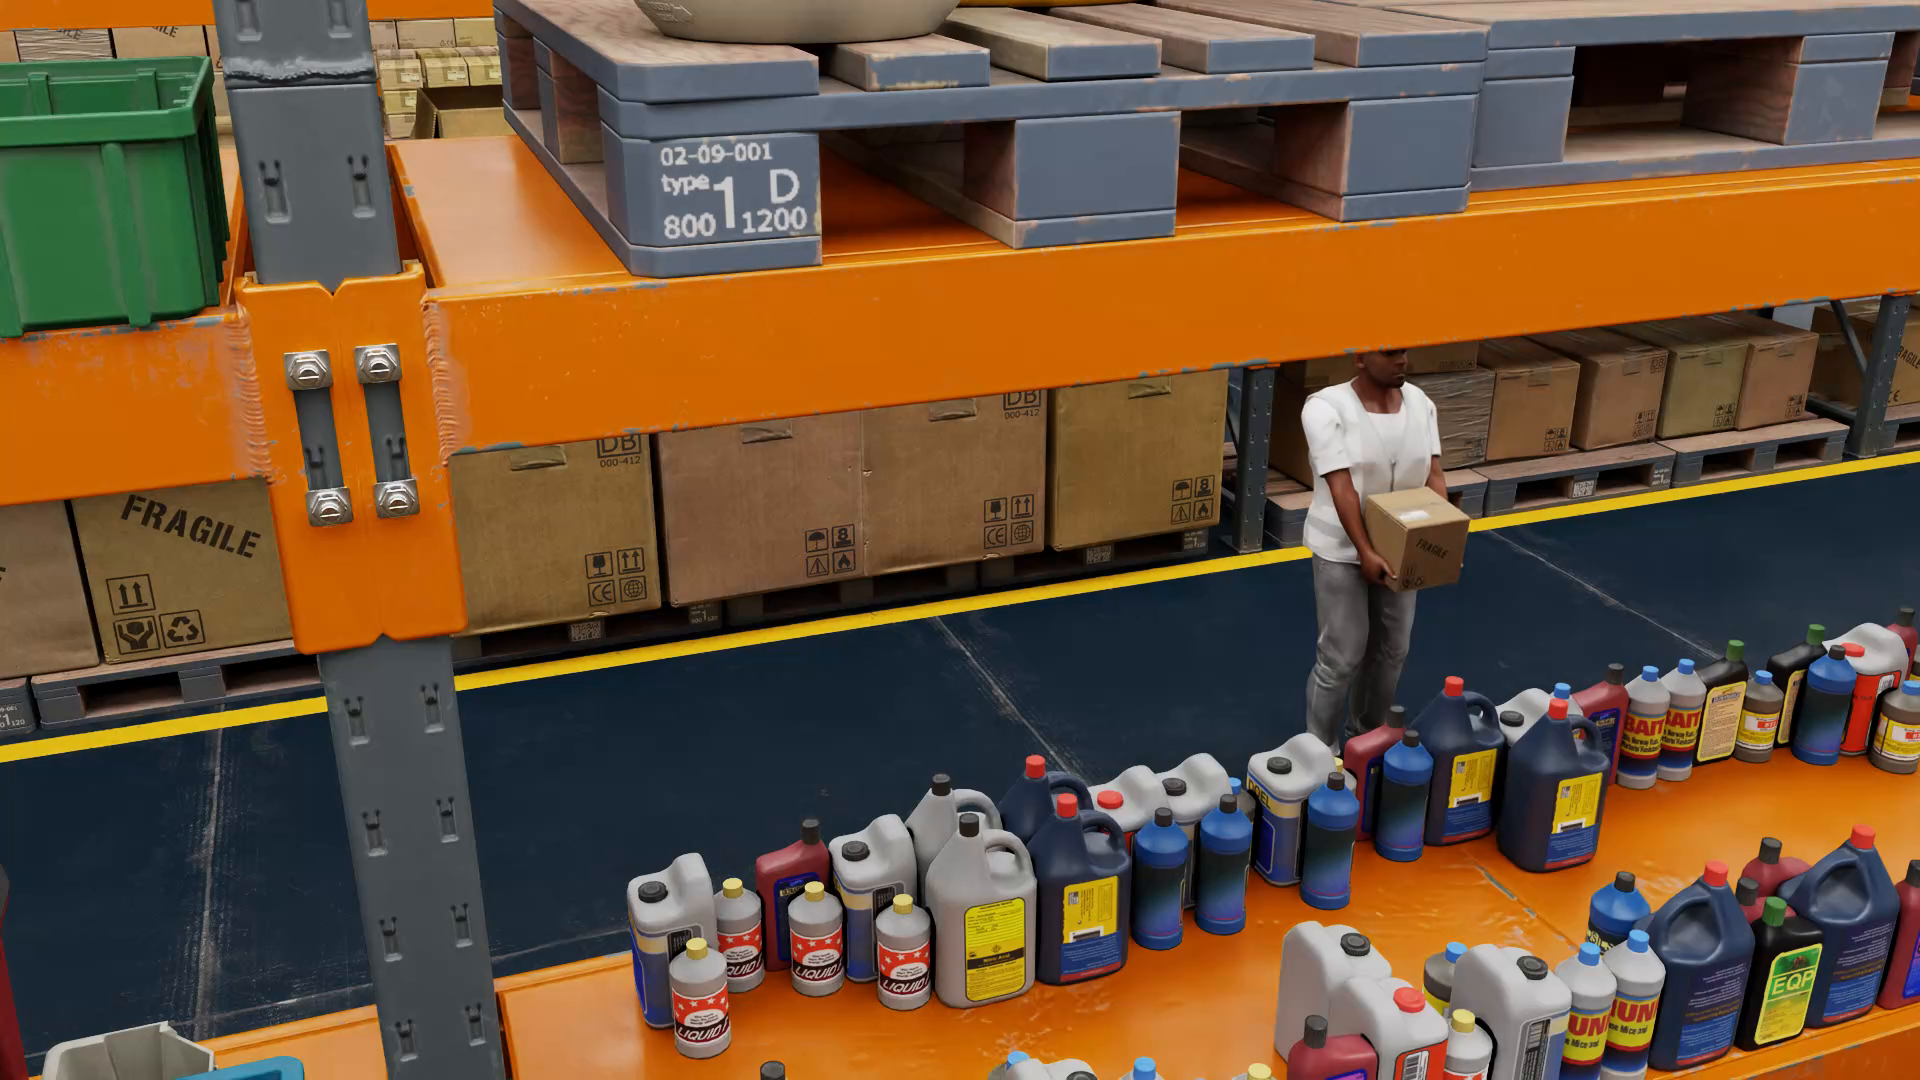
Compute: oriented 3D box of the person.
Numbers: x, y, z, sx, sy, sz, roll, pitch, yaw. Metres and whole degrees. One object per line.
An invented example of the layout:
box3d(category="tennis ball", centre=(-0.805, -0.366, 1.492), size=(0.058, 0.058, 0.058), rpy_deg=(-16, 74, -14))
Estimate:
box3d(category="person", centre=(1.491, 0.072, 5.892), size=(0.502, 1.762, 0.586), rpy_deg=(-8, 24, -19))
